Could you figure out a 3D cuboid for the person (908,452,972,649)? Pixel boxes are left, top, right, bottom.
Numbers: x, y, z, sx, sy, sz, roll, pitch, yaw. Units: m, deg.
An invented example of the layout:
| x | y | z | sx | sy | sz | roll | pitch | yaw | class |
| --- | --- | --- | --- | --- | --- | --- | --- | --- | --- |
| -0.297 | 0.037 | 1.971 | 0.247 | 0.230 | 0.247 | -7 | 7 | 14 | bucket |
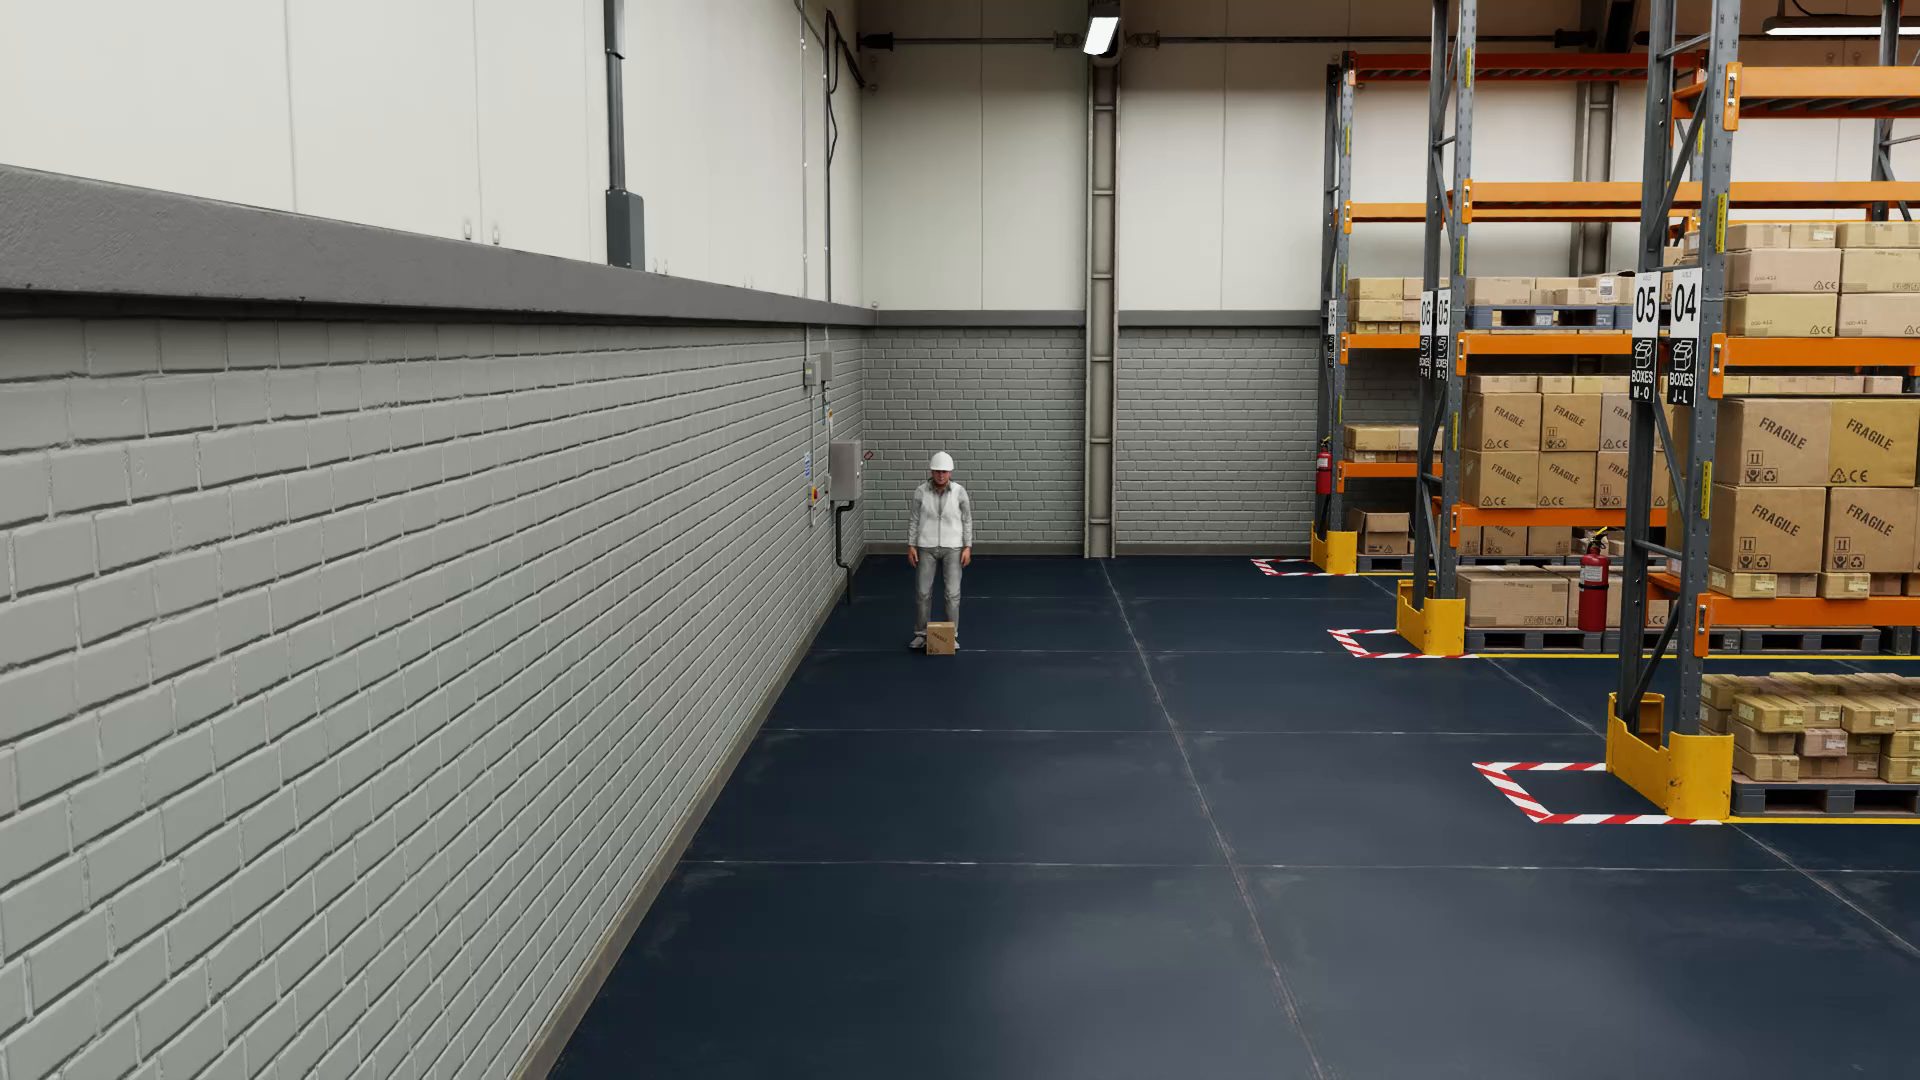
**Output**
| x | y | z | sx | sy | sz | roll | pitch | yaw | class |
| --- | --- | --- | --- | --- | --- | --- | --- | --- | --- |
| -0.183 | 0.087 | 14.969 | 0.580 | 1.771 | 0.464 | 0 | 7 | 2 | person |
